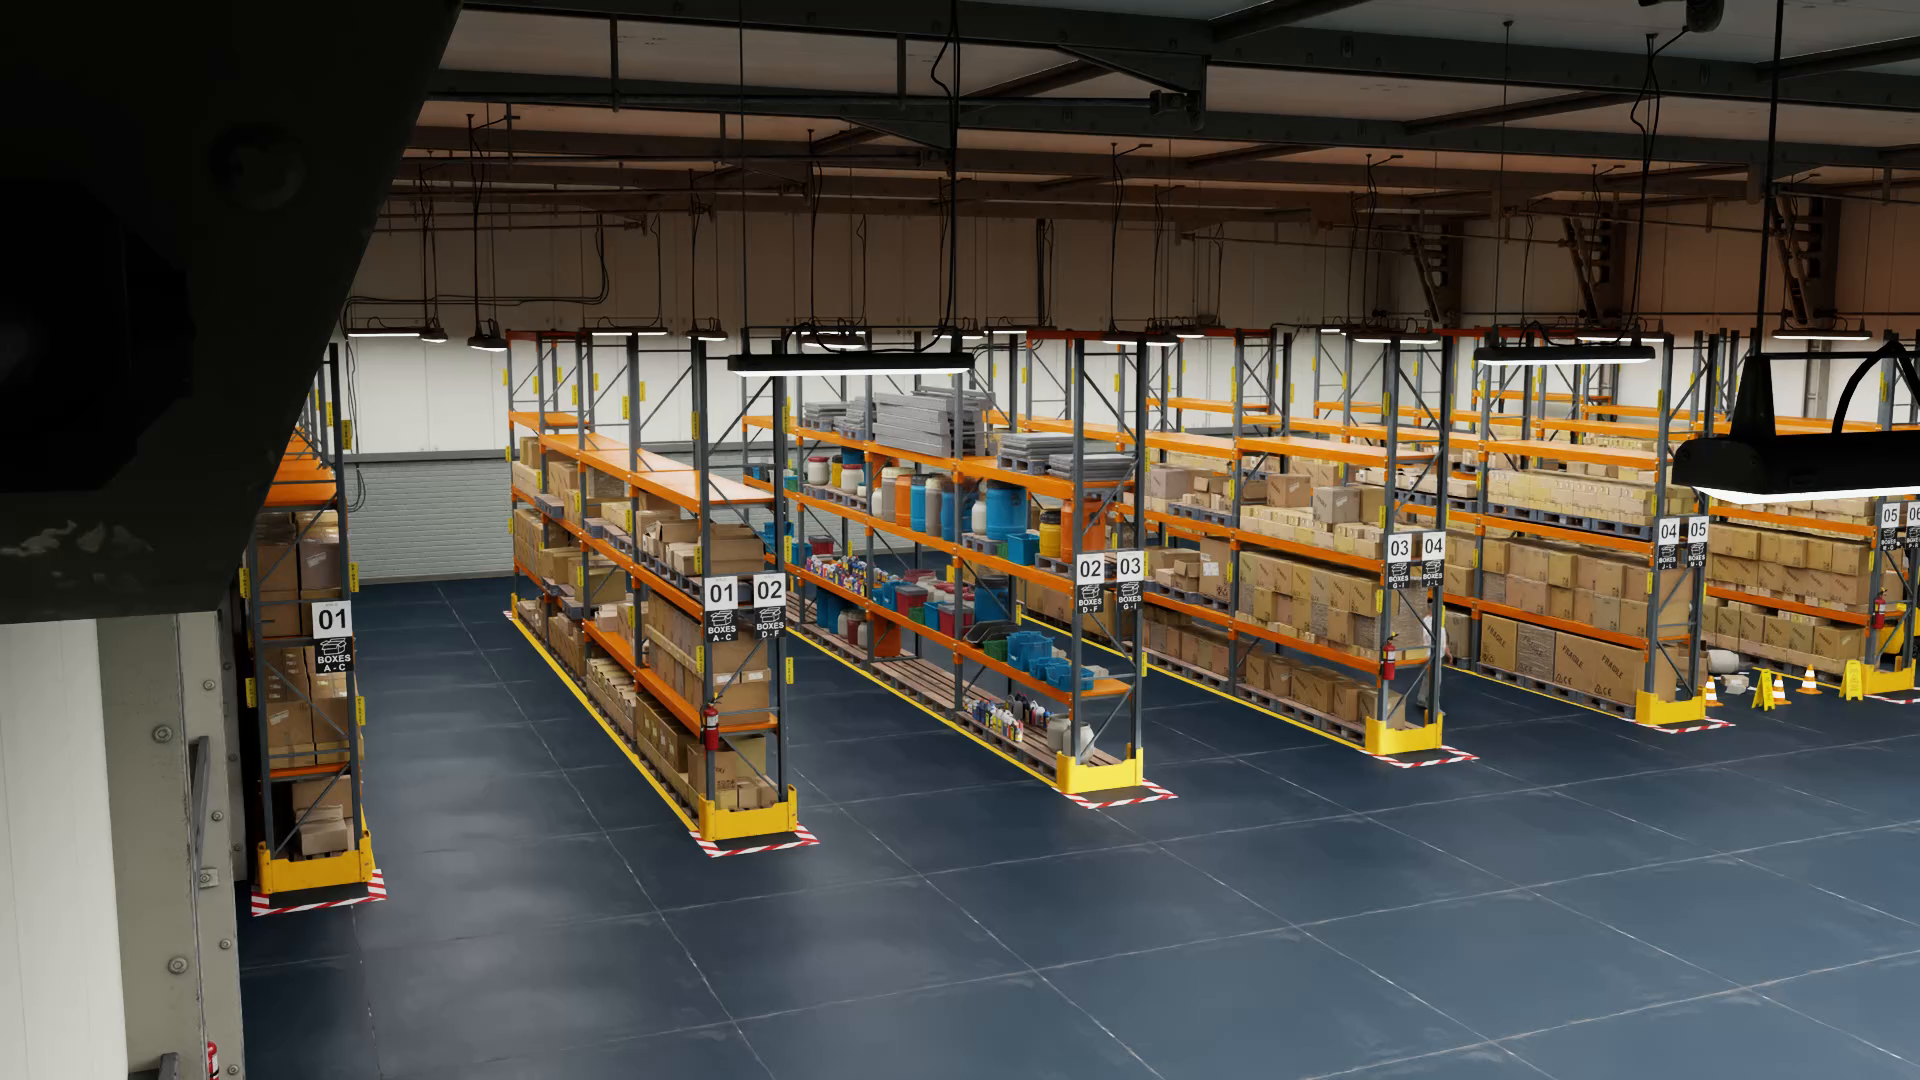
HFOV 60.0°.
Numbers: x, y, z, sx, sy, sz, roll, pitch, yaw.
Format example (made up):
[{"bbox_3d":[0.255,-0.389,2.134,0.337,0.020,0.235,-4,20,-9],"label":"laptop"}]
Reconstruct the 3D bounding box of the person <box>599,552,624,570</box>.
[{"bbox_3d":[-7.443,0.610,35.822,0.788,1.803,0.755,6,10,36],"label":"person"}]

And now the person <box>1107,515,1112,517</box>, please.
[{"bbox_3d":[3.610,0.018,41.469,0.354,1.321,0.964,1,8,10],"label":"person"}]

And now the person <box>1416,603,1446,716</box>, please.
[{"bbox_3d":[7.561,1.871,26.540,0.333,1.782,0.637,-7,10,-41],"label":"person"}]

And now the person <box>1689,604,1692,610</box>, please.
[{"bbox_3d":[14.992,0.805,34.396,0.654,1.736,0.700,-7,10,-42],"label":"person"}]
